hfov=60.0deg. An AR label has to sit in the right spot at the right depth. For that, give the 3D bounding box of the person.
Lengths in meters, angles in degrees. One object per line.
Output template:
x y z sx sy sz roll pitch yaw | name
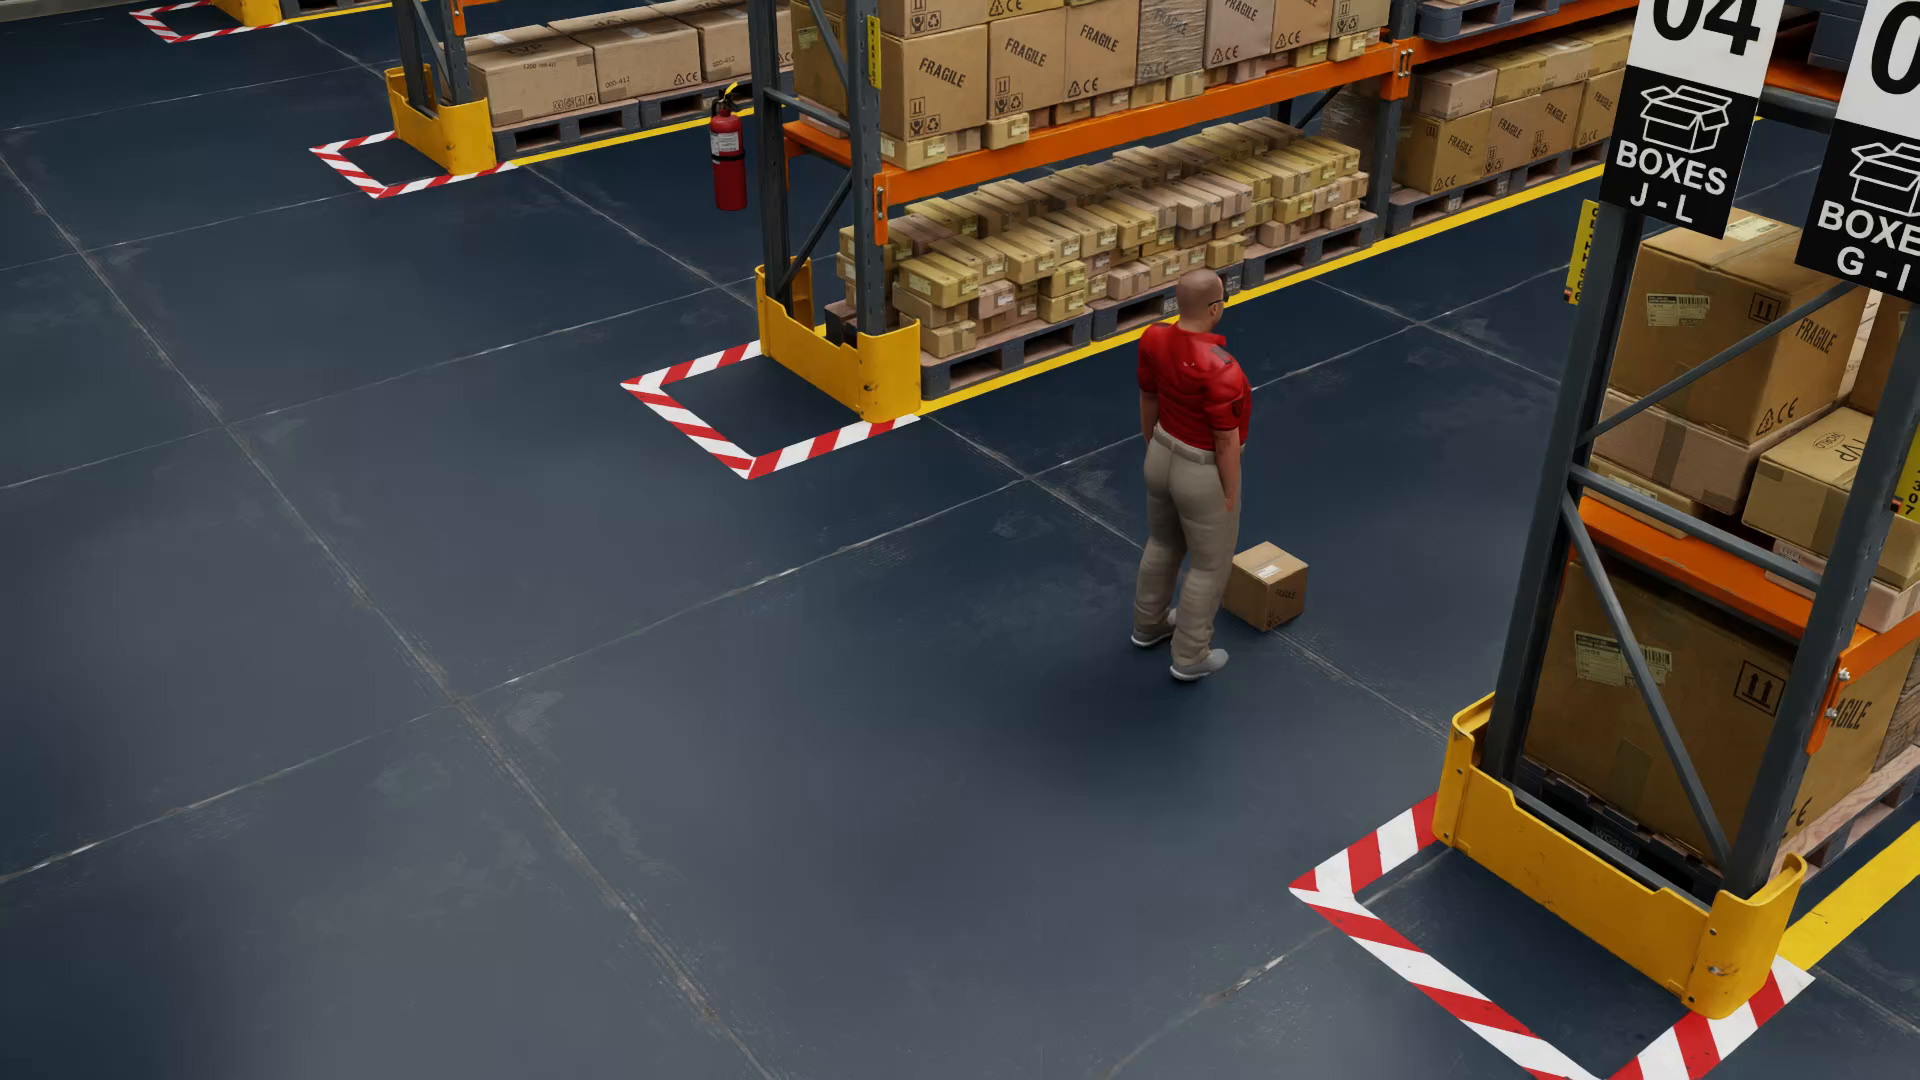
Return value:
0.925 -0.262 6.606 0.367 1.753 0.527 -21 38 -30 | person
